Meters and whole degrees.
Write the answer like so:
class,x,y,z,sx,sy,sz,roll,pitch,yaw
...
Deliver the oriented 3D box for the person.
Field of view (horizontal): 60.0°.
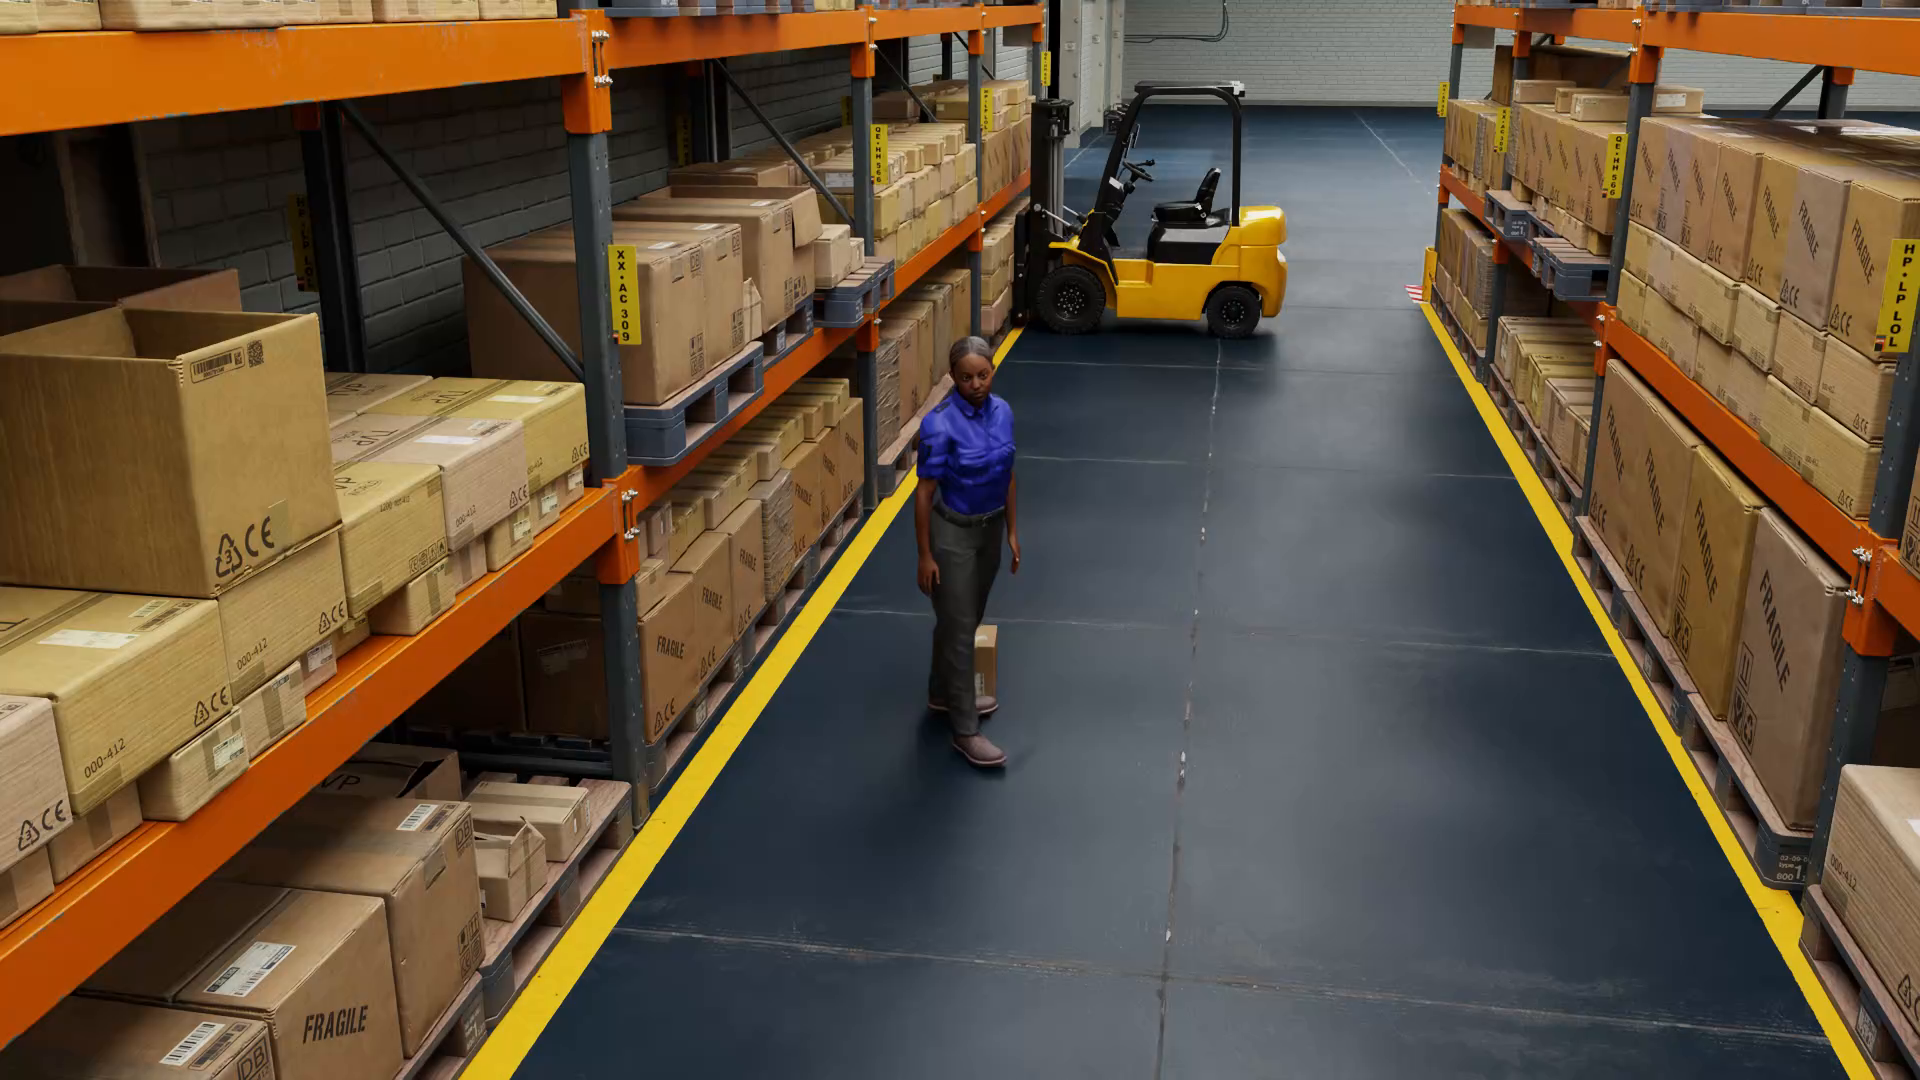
class,x,y,z,sx,sy,sz,roll,pitch,yaw
person,0.046,0.009,6.490,0.596,1.645,0.521,15,23,39
